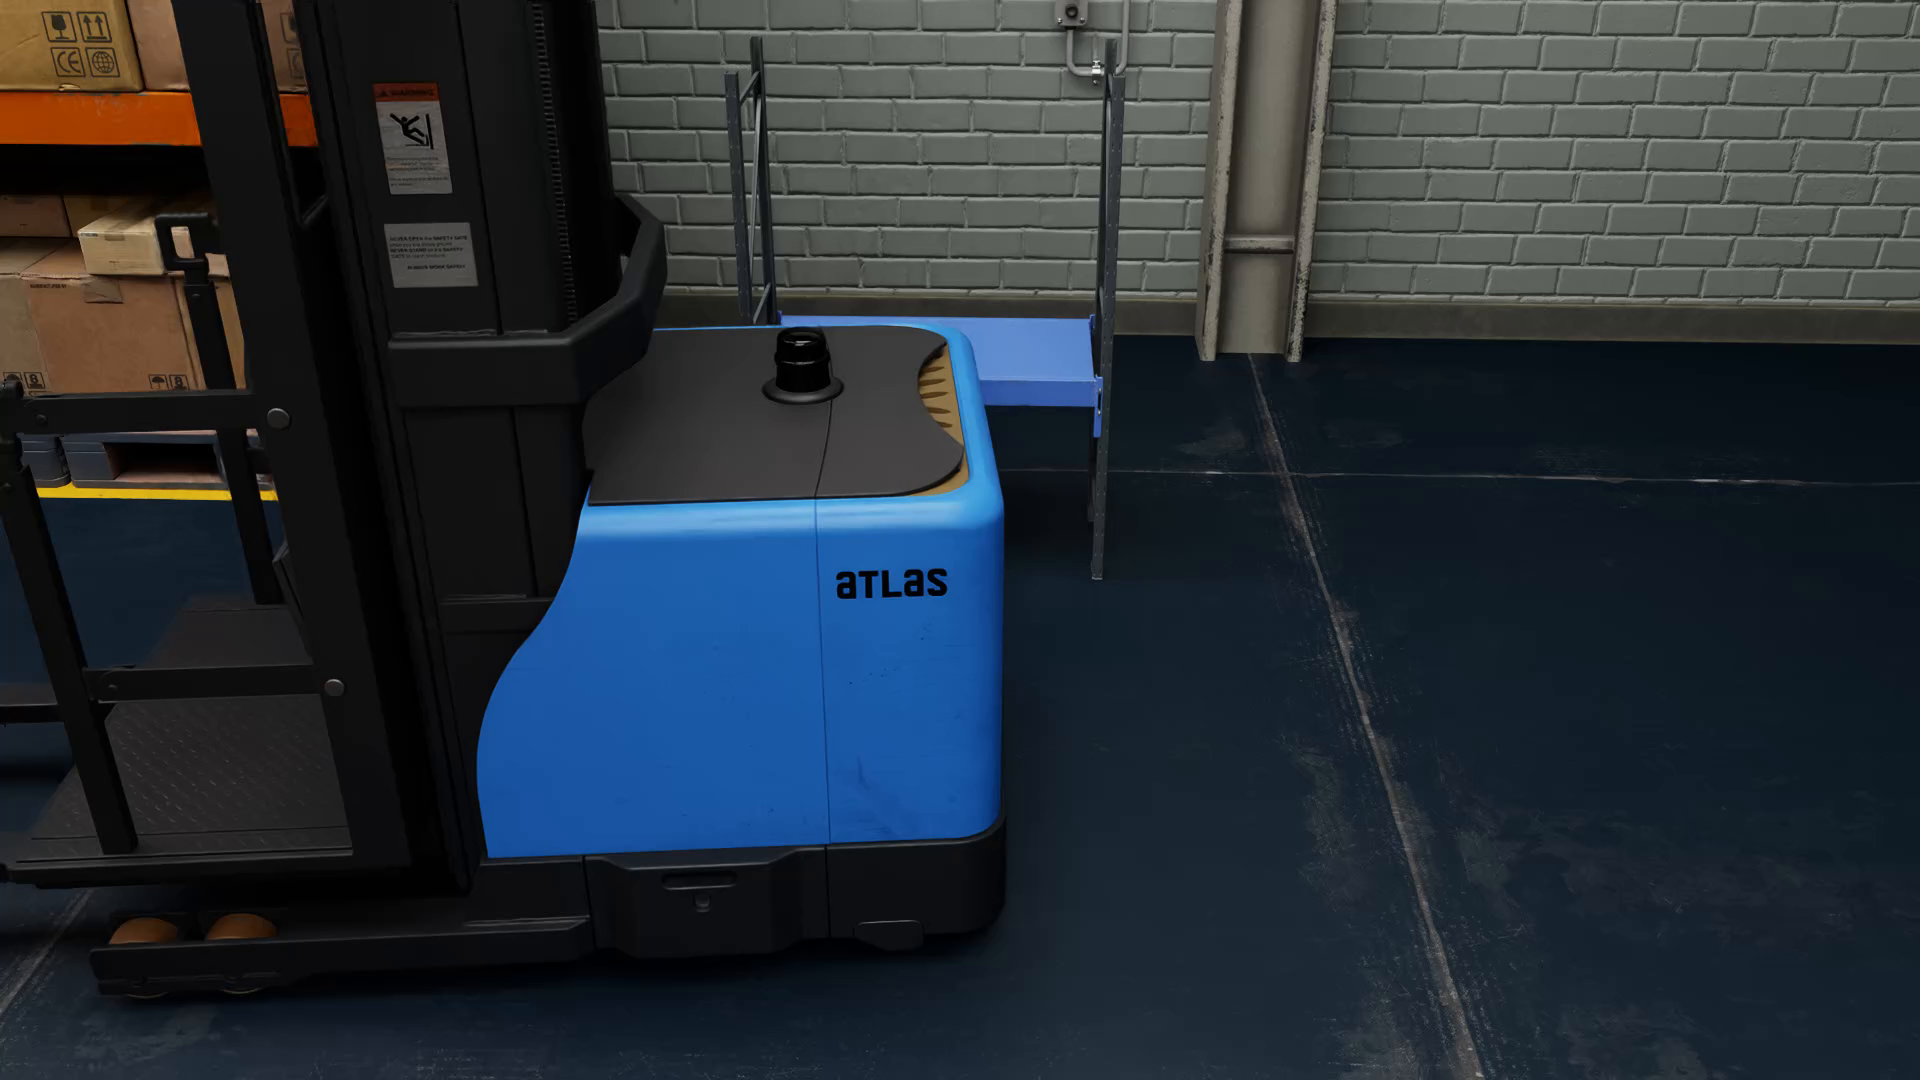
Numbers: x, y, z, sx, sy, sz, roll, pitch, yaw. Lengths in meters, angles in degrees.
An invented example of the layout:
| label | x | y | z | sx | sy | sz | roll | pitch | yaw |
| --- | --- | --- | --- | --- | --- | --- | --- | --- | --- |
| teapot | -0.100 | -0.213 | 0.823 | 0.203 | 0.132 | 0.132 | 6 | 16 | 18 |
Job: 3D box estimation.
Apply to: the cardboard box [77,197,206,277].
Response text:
| label | x | y | z | sx | sy | sz | roll | pitch | yaw |
| --- | --- | --- | --- | --- | --- | --- | --- | --- | --- |
| cardboard box | -2.663 | -0.999 | 5.459 | 0.250 | 0.149 | 0.380 | 2 | 28 | 3 |

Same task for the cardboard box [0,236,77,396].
| label | x | y | z | sx | sy | sz | roll | pitch | yaw |
| --- | --- | --- | --- | --- | --- | --- | --- | --- | --- |
| cardboard box | -3.276 | -0.808 | 5.791 | 0.500 | 0.500 | 0.700 | 0 | 28 | 0 |

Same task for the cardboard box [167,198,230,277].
| label | x | y | z | sx | sy | sz | roll | pitch | yaw |
| --- | --- | --- | --- | --- | --- | --- | --- | --- | --- |
| cardboard box | -2.408 | -0.995 | 5.452 | 0.250 | 0.149 | 0.380 | 1 | 28 | 1 |

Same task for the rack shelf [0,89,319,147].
| label | x | y | z | sx | sy | sz | roll | pitch | yaw |
| --- | --- | --- | --- | --- | --- | --- | --- | --- | --- |
| rack shelf | -3.569 | -1.461 | 5.571 | 4.000 | 0.370 | 1.077 | 1 | 28 | 2 |

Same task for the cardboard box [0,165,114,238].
| label | x | y | z | sx | sy | sz | roll | pitch | yaw |
| --- | --- | --- | --- | --- | --- | --- | --- | --- | --- |
| cardboard box | -3.152 | -1.186 | 5.812 | 0.250 | 0.149 | 0.380 | 1 | 28 | 3 |

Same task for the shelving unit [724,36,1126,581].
| label | x | y | z | sx | sy | sz | roll | pitch | yaw |
| --- | --- | --- | --- | --- | --- | --- | --- | --- | --- |
| shelving unit | -0.085 | -0.664 | 4.901 | 1.048 | 1.500 | 0.538 | 1 | 28 | 2 |

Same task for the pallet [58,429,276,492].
| label | x | y | z | sx | sy | sz | roll | pitch | yaw |
| --- | --- | --- | --- | --- | --- | --- | --- | --- | --- |
| pallet | -2.372 | -0.490 | 5.949 | 1.213 | 0.211 | 1.003 | 1 | 28 | 2 |

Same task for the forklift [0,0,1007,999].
| label | x | y | z | sx | sy | sz | roll | pitch | yaw |
| --- | --- | --- | --- | --- | --- | --- | --- | --- | --- |
| forklift | -1.442 | -0.600 | 3.252 | 3.031 | 2.935 | 1.130 | -2 | 28 | -3 |

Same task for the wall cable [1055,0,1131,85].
| label | x | y | z | sx | sy | sz | roll | pitch | yaw |
| --- | --- | --- | --- | --- | --- | --- | --- | --- | --- |
| wall cable | -0.257 | -2.616 | 5.897 | 1.851 | 1.984 | 0.084 | 1 | 28 | 2 |

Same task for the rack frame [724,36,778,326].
| label | x | y | z | sx | sy | sz | roll | pitch | yaw |
| --- | --- | --- | --- | --- | --- | --- | --- | --- | --- |
| rack frame | -0.593 | -0.672 | 4.917 | 0.032 | 1.500 | 0.500 | 1 | 28 | 2 |

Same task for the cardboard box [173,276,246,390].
| label | x | y | z | sx | sy | sz | roll | pitch | yaw |
| --- | --- | --- | --- | --- | --- | --- | --- | --- | --- |
| cardboard box | -2.273 | -0.791 | 5.761 | 0.500 | 0.500 | 0.700 | 1 | 28 | 2 |

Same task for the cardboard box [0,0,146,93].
| label | x | y | z | sx | sy | sz | roll | pitch | yaw |
| --- | --- | --- | --- | --- | --- | --- | --- | --- | --- |
| cardboard box | -2.807 | -1.889 | 5.290 | 0.700 | 0.700 | 0.980 | 1 | 28 | 1 |

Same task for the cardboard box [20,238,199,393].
| label | x | y | z | sx | sy | sz | roll | pitch | yaw |
| --- | --- | --- | --- | --- | --- | --- | --- | --- | --- |
| cardboard box | -2.773 | -0.800 | 5.776 | 0.500 | 0.500 | 0.700 | 1 | 28 | 2 |

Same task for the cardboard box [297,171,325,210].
| label | x | y | z | sx | sy | sz | roll | pitch | yaw |
| --- | --- | --- | --- | --- | --- | --- | --- | --- | --- |
| cardboard box | -2.141 | -1.169 | 5.781 | 0.250 | 0.149 | 0.380 | 1 | 28 | 2 |

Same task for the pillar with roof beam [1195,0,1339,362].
| label | x | y | z | sx | sy | sz | roll | pitch | yaw |
| --- | --- | --- | --- | --- | --- | --- | --- | --- | --- |
| pillar with roof beam | 1.007 | -2.741 | 0.813 | 0.400 | 9.000 | 9.100 | 1 | 28 | 2 |

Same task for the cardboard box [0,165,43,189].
| label | x | y | z | sx | sy | sz | roll | pitch | yaw |
| --- | --- | --- | --- | --- | --- | --- | --- | --- | --- |
| cardboard box | -3.408 | -1.190 | 5.819 | 0.250 | 0.149 | 0.380 | 1 | 28 | 2 |

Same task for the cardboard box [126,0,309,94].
| label | x | y | z | sx | sy | sz | roll | pitch | yaw |
| --- | --- | --- | --- | --- | --- | --- | --- | --- | --- |
| cardboard box | -2.080 | -1.882 | 5.277 | 0.700 | 0.700 | 0.980 | 2 | 28 | 4 |

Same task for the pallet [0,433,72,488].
| label | x | y | z | sx | sy | sz | roll | pitch | yaw |
| --- | --- | --- | --- | --- | --- | --- | --- | --- | --- |
| pallet | -3.588 | -0.511 | 5.989 | 1.213 | 0.211 | 1.003 | 1 | 28 | 2 |

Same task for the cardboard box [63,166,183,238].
| label | x | y | z | sx | sy | sz | roll | pitch | yaw |
| --- | --- | --- | --- | --- | --- | --- | --- | --- | --- |
| cardboard box | -2.897 | -1.182 | 5.805 | 0.250 | 0.149 | 0.380 | 1 | 28 | 2 |

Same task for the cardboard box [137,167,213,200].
| label | x | y | z | sx | sy | sz | roll | pitch | yaw |
| --- | --- | --- | --- | --- | --- | --- | --- | --- | --- |
| cardboard box | -2.647 | -1.177 | 5.796 | 0.250 | 0.149 | 0.380 | 1 | 28 | 2 |

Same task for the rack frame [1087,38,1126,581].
| label | x | y | z | sx | sy | sz | roll | pitch | yaw |
| --- | --- | --- | --- | --- | --- | --- | --- | --- | --- |
| rack frame | 0.423 | -0.656 | 4.886 | 0.032 | 1.500 | 0.500 | 1 | 28 | 2 |

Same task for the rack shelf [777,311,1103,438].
| label | x | y | z | sx | sy | sz | roll | pitch | yaw |
| --- | --- | --- | --- | --- | --- | --- | --- | --- | --- |
| rack shelf | -0.085 | -0.505 | 4.986 | 1.000 | 0.185 | 0.538 | 1 | 28 | 2 |
